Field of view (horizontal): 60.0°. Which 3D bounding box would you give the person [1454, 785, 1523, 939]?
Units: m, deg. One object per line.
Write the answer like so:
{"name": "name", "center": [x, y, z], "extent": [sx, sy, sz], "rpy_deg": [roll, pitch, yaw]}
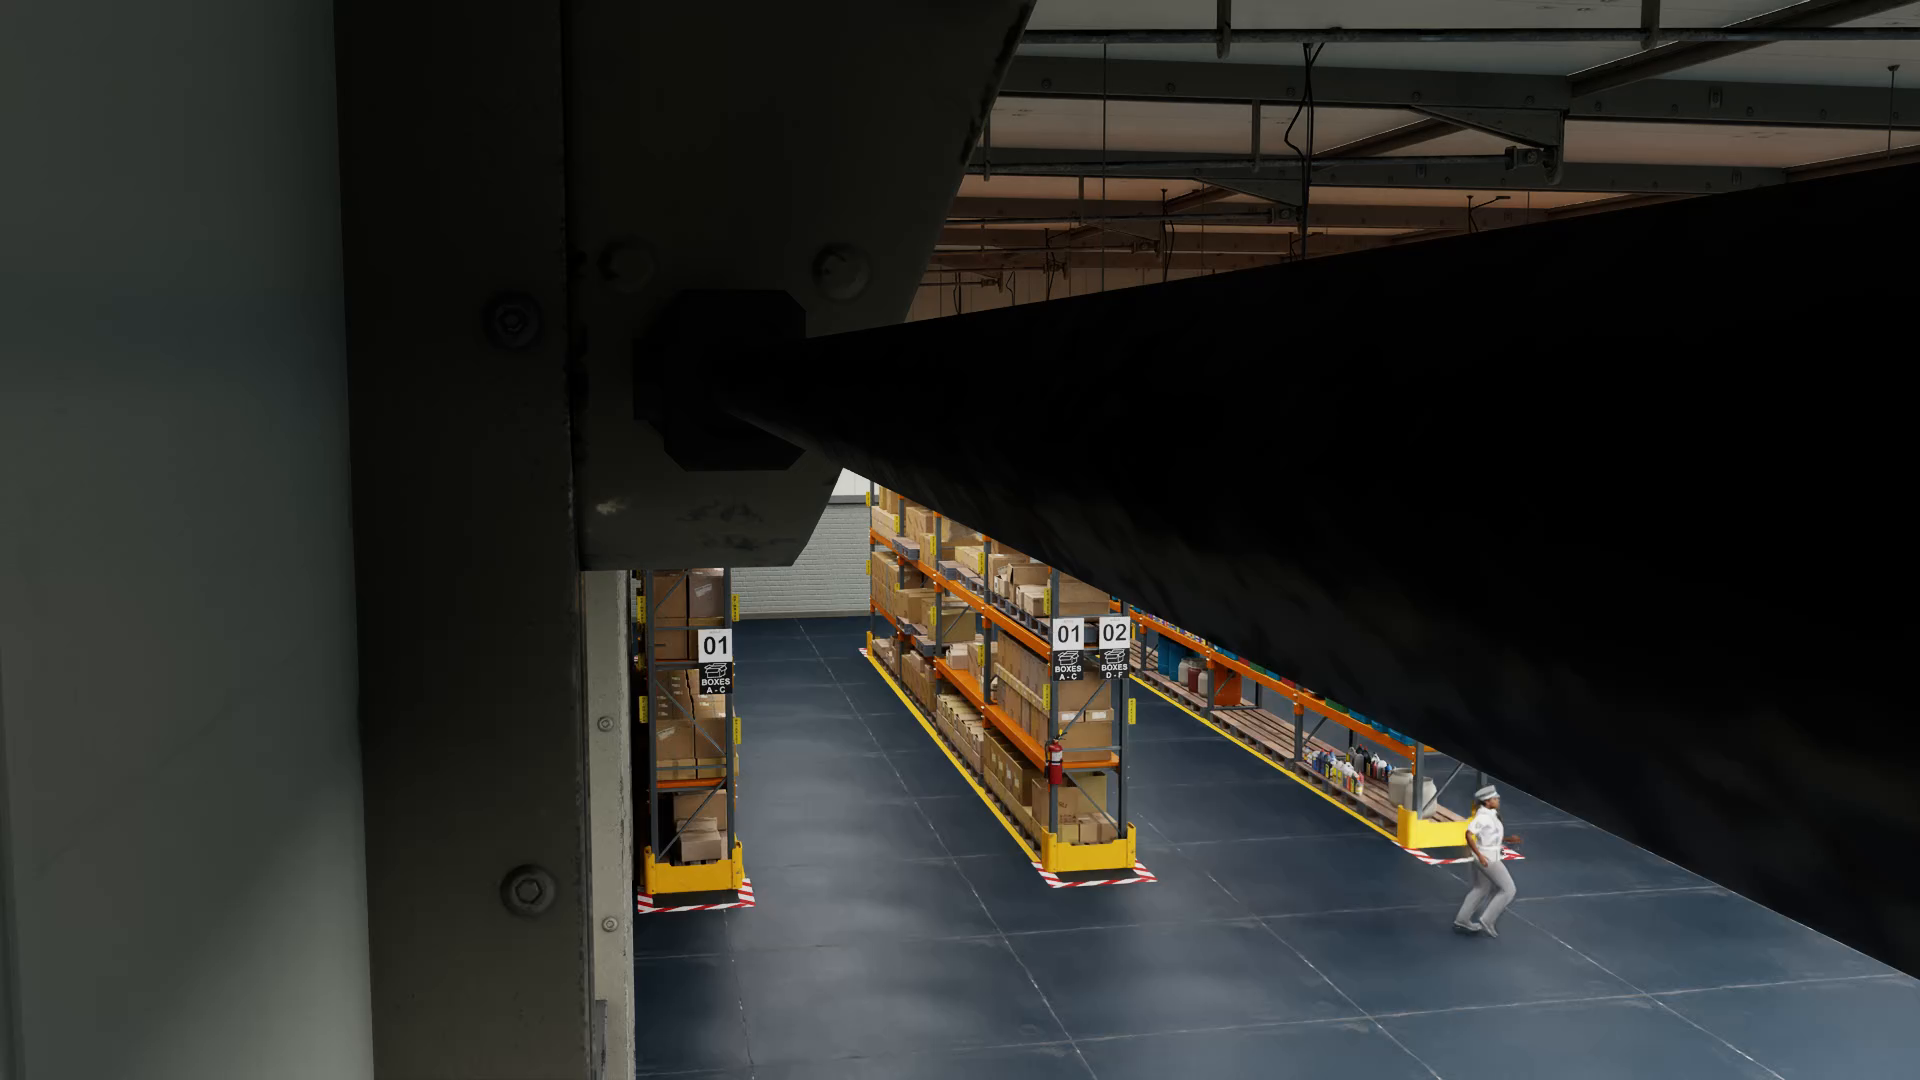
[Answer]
{"name": "person", "center": [5.888, 3.566, 18.478], "extent": [0.686, 1.711, 0.545], "rpy_deg": [1, 6, 13]}
